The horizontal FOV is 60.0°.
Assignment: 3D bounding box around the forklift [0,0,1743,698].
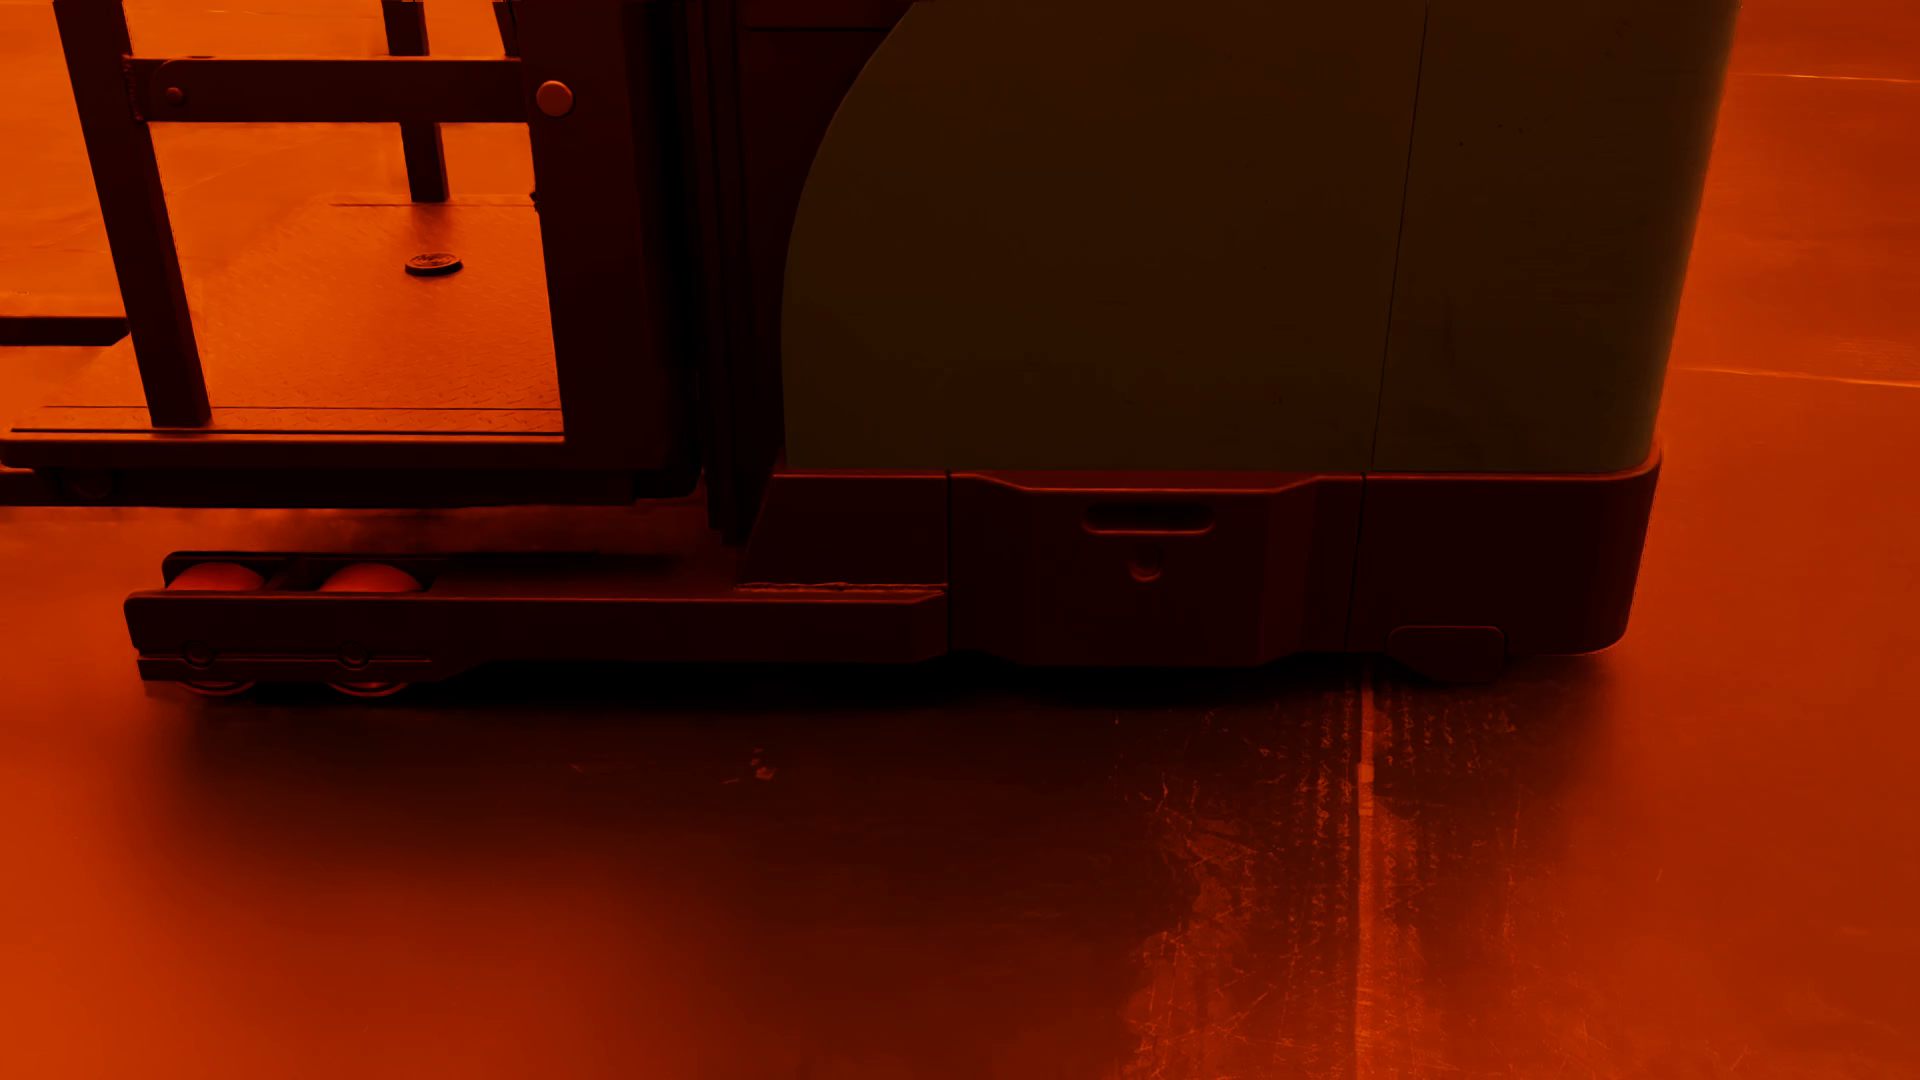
[{"bbox_3d":[-0.652,-1.348,1.917,3.031,2.935,1.130,0,27,1],"label":"forklift"}]
